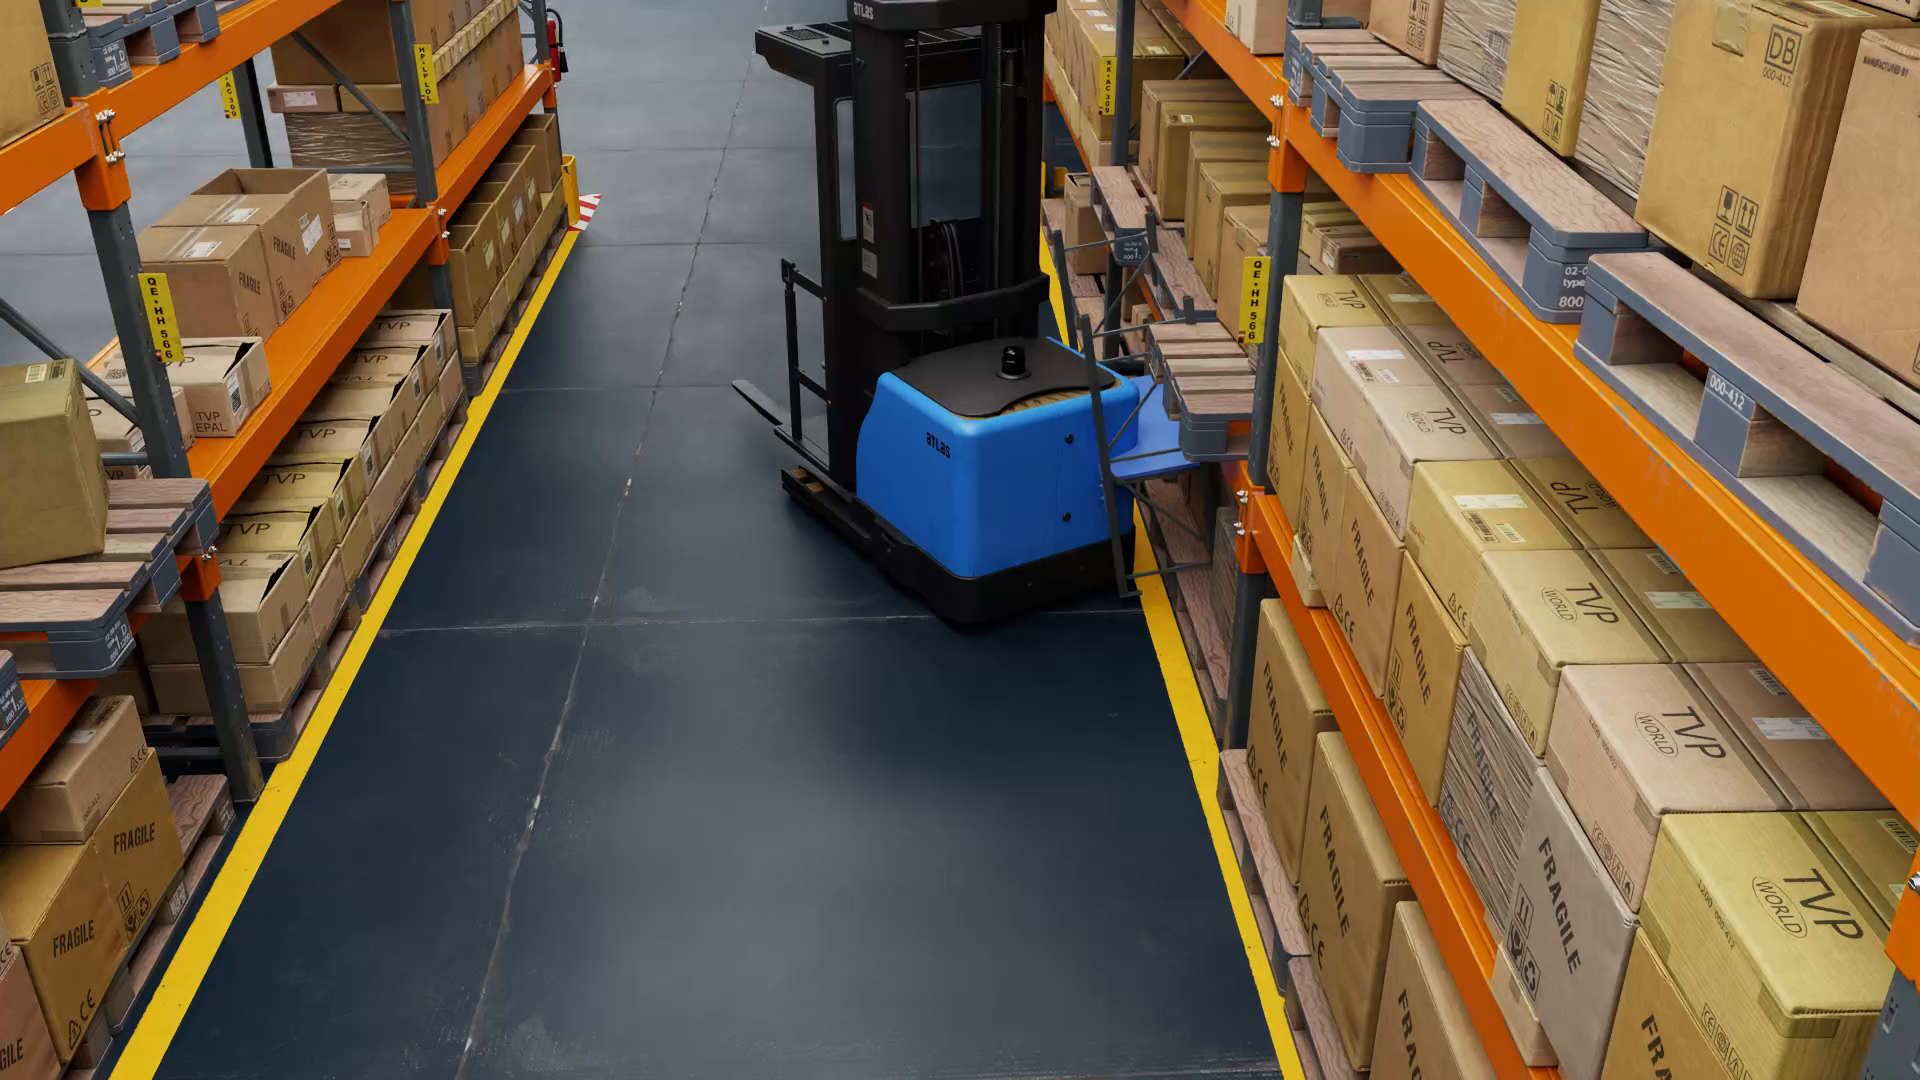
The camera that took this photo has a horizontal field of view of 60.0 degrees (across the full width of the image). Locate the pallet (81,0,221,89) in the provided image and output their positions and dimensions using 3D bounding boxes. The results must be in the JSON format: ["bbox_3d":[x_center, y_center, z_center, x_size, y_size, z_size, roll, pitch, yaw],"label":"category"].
[{"bbox_3d":[-3.467,-1.838,5.992,1.213,0.211,1.003,0,28,0],"label":"pallet"}]

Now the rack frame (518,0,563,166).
[{"bbox_3d":[-3.760,-3.975,13.128,1.000,3.000,0.127,-1,28,-3],"label":"rack frame"}]

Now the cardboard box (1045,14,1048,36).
[{"bbox_3d":[0.911,-4.144,12.781,0.500,0.500,0.500,-1,28,-3],"label":"cardboard box"}]

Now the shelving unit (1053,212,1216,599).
[{"bbox_3d":[0.859,-0.660,8.087,0.538,1.500,1.048,-10,32,2],"label":"shelving unit"}]

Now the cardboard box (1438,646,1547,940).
[{"bbox_3d":[1.483,0.585,3.933,0.500,0.500,0.500,-1,28,-3],"label":"cardboard box"}]

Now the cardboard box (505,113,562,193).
[{"bbox_3d":[-3.435,-3.034,13.033,0.500,0.500,0.500,-1,28,-3],"label":"cardboard box"}]

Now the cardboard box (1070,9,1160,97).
[{"bbox_3d":[1.014,-3.198,10.968,0.500,0.500,0.500,-2,28,-4],"label":"cardboard box"}]

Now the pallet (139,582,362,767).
[{"bbox_3d":[-3.347,0.574,7.420,1.003,0.211,1.213,-1,28,-3],"label":"pallet"}]

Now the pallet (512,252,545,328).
[{"bbox_3d":[-3.618,-1.825,12.020,1.003,0.211,1.213,-1,28,-3],"label":"pallet"}]

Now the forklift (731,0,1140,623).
[{"bbox_3d":[-0.324,-1.548,8.548,1.130,2.935,3.031,-16,31,-27],"label":"forklift"}]

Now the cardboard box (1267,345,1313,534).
[{"bbox_3d":[1.374,-0.357,5.739,0.500,0.500,0.500,-1,28,-1],"label":"cardboard box"}]

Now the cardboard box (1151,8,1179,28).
[{"bbox_3d":[1.535,-3.216,11.001,0.500,0.500,0.500,-1,28,-1],"label":"cardboard box"}]

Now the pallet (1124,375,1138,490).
[{"bbox_3d":[1.437,-0.654,9.775,1.003,0.211,1.213,-1,28,-3],"label":"pallet"}]

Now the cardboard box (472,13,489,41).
[{"bbox_3d":[-3.481,-3.537,11.479,0.380,0.149,0.250,-1,28,-1],"label":"cardboard box"}]

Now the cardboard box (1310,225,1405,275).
[{"bbox_3d":[1.556,-1.088,6.307,0.380,0.149,0.250,-5,28,-9],"label":"cardboard box"}]

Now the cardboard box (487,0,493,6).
[{"bbox_3d":[-3.713,-4.112,11.879,0.700,0.500,0.500,-2,28,-4],"label":"cardboard box"}]

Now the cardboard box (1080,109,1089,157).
[{"bbox_3d":[1.050,-2.633,10.696,0.500,0.250,0.500,-1,28,-2],"label":"cardboard box"}]

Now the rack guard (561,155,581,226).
[{"bbox_3d":[-3.762,-2.878,13.728,1.175,0.500,0.348,-1,28,-3],"label":"rack guard"}]

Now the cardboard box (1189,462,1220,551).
[{"bbox_3d":[1.549,-0.290,8.289,0.700,0.500,0.500,-2,28,-3],"label":"cardboard box"}]

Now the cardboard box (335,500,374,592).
[{"bbox_3d":[-3.137,0.031,7.966,0.500,0.250,0.500,-2,28,-4],"label":"cardboard box"}]

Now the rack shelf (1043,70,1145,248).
[{"bbox_3d":[1.291,-2.854,11.756,1.077,0.370,4.000,-1,28,-3],"label":"rack shelf"}]

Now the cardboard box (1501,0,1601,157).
[{"bbox_3d":[1.783,-1.250,4.075,0.700,0.500,0.500,0,28,0],"label":"cardboard box"}]

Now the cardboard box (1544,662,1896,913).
[{"bbox_3d":[1.516,0.482,3.321,0.500,0.250,0.500,-1,28,-2],"label":"cardboard box"}]

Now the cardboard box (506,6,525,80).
[{"bbox_3d":[-3.749,-3.804,12.691,0.700,0.500,0.500,-1,28,-3],"label":"cardboard box"}]

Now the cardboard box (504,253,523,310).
[{"bbox_3d":[-3.315,-1.779,11.436,0.500,0.250,0.500,-1,28,-3],"label":"cardboard box"}]

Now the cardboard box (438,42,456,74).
[{"bbox_3d":[-3.427,-3.061,10.565,0.380,0.149,0.250,-2,28,-4],"label":"cardboard box"}]

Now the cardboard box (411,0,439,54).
[{"bbox_3d":[-3.609,-3.186,10.103,0.700,0.500,0.500,-1,28,-3],"label":"cardboard box"}]

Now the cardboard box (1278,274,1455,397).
[{"bbox_3d":[1.372,-0.691,5.568,0.500,0.250,0.500,-1,28,-1],"label":"cardboard box"}]

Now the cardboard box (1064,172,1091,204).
[{"bbox_3d":[1.133,-2.778,13.264,0.500,0.311,0.500,-4,28,-8],"label":"cardboard box"}]

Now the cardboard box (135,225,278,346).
[{"bbox_3d":[-3.447,-1.100,7.507,0.500,0.500,0.500,-3,28,-5],"label":"cardboard box"}]

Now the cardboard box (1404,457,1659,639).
[{"bbox_3d":[1.462,0.011,4.223,0.500,0.250,0.500,-2,28,-4],"label":"cardboard box"}]

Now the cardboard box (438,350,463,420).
[{"bbox_3d":[-3.240,-0.911,9.772,0.500,0.250,0.500,-2,28,-3],"label":"cardboard box"}]

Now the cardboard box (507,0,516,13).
[{"bbox_3d":[-3.535,-4.015,12.394,0.380,0.149,0.250,-1,28,-1],"label":"cardboard box"}]

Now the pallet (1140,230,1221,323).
[{"bbox_3d":[1.460,-1.230,8.073,1.003,0.211,1.213,-1,28,-3],"label":"pallet"}]

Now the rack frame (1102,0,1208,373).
[{"bbox_3d":[1.395,-2.249,9.819,1.000,3.000,0.127,-1,28,-3],"label":"rack frame"}]

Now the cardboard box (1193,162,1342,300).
[{"bbox_3d":[1.482,-1.433,7.670,0.700,0.500,0.500,-1,28,-3],"label":"cardboard box"}]

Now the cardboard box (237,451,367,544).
[{"bbox_3d":[-3.137,-0.223,7.848,0.500,0.311,0.500,-2,28,-4],"label":"cardboard box"}]

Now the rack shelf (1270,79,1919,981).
[{"bbox_3d":[1.708,-0.490,3.979,1.077,0.370,4.000,-1,28,-3],"label":"rack shelf"}]

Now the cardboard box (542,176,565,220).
[{"bbox_3d":[-3.437,-2.702,13.206,0.500,0.250,0.500,-1,28,-3],"label":"cardboard box"}]

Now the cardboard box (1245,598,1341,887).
[{"bbox_3d":[1.511,0.708,6.020,0.750,0.750,0.750,-2,28,-3],"label":"cardboard box"}]

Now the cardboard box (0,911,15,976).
[{"bbox_3d":[-2.995,1.224,4.575,0.500,0.250,0.500,-2,28,-4],"label":"cardboard box"}]

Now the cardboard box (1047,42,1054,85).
[{"bbox_3d":[0.936,-3.567,12.485,0.500,0.250,0.500,-2,28,-4],"label":"cardboard box"}]

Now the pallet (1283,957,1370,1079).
[{"bbox_3d":[1.631,1.762,5.143,1.003,0.211,1.213,-1,28,-3],"label":"pallet"}]

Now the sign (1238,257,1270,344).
[{"bbox_3d":[1.063,-0.863,5.994,0.100,0.325,0.005,-1,28,-3],"label":"sign"}]

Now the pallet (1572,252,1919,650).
[{"bbox_3d":[1.716,-0.222,2.896,0.805,0.209,1.217,-2,28,-5],"label":"pallet"}]

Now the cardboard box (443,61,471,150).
[{"bbox_3d":[-3.637,-2.852,10.867,0.700,0.500,0.500,-1,28,-2],"label":"cardboard box"}]

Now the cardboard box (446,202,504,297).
[{"bbox_3d":[-3.297,-1.880,10.819,0.500,0.500,0.500,-1,28,-3],"label":"cardboard box"}]

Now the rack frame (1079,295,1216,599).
[{"bbox_3d":[0.894,-0.394,7.655,0.500,1.500,0.032,-10,32,2],"label":"rack frame"}]

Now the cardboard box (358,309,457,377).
[{"bbox_3d":[-3.244,-1.164,9.650,0.500,0.311,0.500,-1,28,-3],"label":"cardboard box"}]

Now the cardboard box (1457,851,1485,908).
[{"bbox_3d":[1.490,0.811,4.202,0.380,0.149,0.250,-2,28,-4],"label":"cardboard box"}]

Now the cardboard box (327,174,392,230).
[{"bbox_3d":[-3.482,-1.835,9.187,0.500,0.250,0.500,0,28,1],"label":"cardboard box"}]
